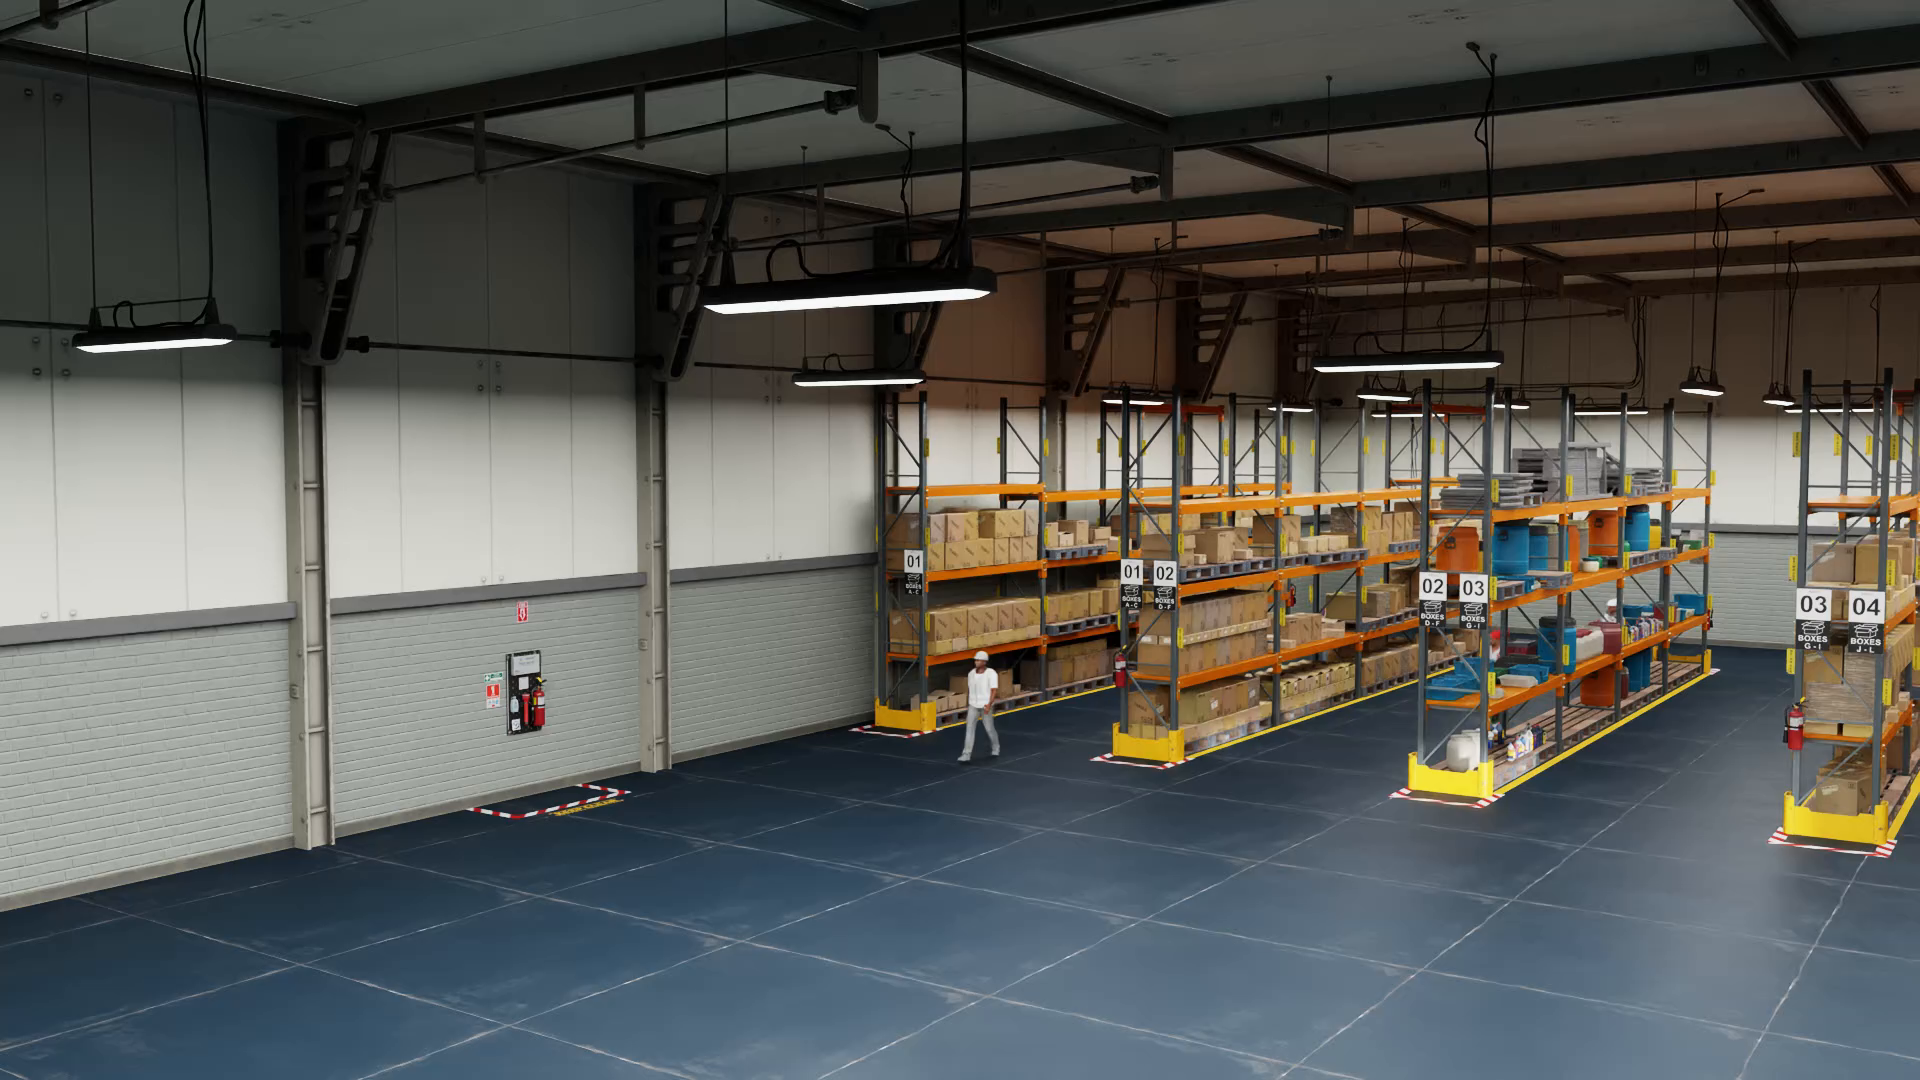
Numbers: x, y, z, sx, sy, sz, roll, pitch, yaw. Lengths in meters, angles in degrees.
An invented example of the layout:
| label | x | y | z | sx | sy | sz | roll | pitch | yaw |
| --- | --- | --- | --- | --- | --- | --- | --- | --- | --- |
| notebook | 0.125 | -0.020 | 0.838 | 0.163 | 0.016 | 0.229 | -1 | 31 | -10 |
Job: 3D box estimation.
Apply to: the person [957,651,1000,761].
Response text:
| label | x | y | z | sx | sy | sz | roll | pitch | yaw |
| --- | --- | --- | --- | --- | --- | --- | --- | --- | --- |
| person | 0.316 | 2.650 | 26.571 | 0.596 | 1.729 | 0.976 | 2 | 4 | 32 |

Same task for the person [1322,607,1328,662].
| label | x | y | z | sx | sy | sz | roll | pitch | yaw |
| --- | --- | --- | --- | --- | --- | --- | --- | --- | --- |
| person | 8.336 | 2.067 | 37.229 | 0.593 | 1.711 | 1.081 | 2 | 4 | 32 |

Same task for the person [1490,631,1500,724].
| label | x | y | z | sx | sy | sz | roll | pitch | yaw |
| --- | --- | --- | --- | --- | --- | --- | --- | --- | --- |
| person | 9.370 | 2.472 | 29.385 | 0.978 | 1.731 | 0.640 | -3 | 4 | -39 |

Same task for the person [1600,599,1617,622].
| label | x | y | z | sx | sy | sz | roll | pitch | yaw |
| --- | --- | --- | --- | --- | --- | --- | --- | --- | --- |
| person | 14.056 | 2.139 | 35.947 | 1.018 | 1.730 | 0.578 | -2 | 4 | -35 |
